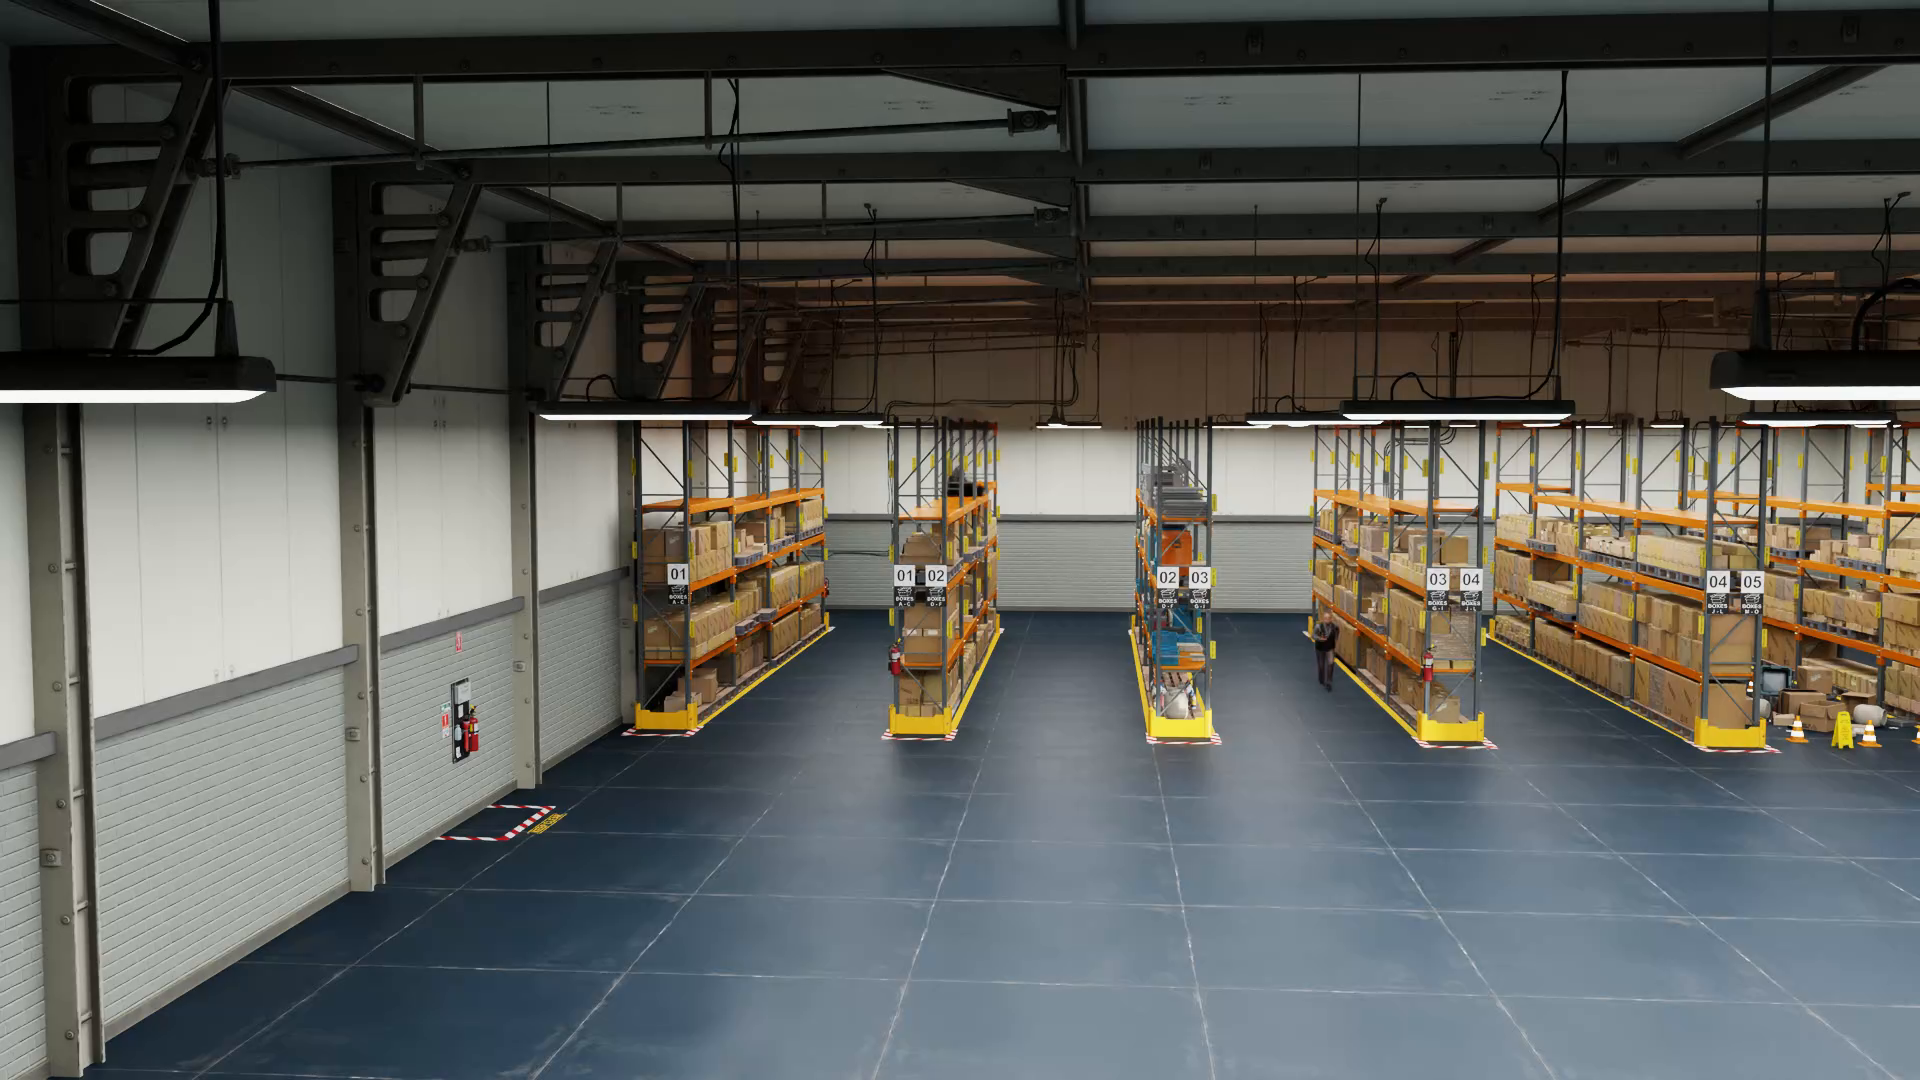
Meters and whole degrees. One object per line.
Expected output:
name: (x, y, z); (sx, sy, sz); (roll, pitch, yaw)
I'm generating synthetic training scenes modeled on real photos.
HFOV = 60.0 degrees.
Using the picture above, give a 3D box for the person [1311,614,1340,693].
person: (8.102, 2.472, 36.934); (0.657, 1.735, 1.013); (0, 4, 6)

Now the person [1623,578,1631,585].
person: (19.256, 1.774, 48.288); (0.558, 1.612, 0.574); (-1, 4, -16)
